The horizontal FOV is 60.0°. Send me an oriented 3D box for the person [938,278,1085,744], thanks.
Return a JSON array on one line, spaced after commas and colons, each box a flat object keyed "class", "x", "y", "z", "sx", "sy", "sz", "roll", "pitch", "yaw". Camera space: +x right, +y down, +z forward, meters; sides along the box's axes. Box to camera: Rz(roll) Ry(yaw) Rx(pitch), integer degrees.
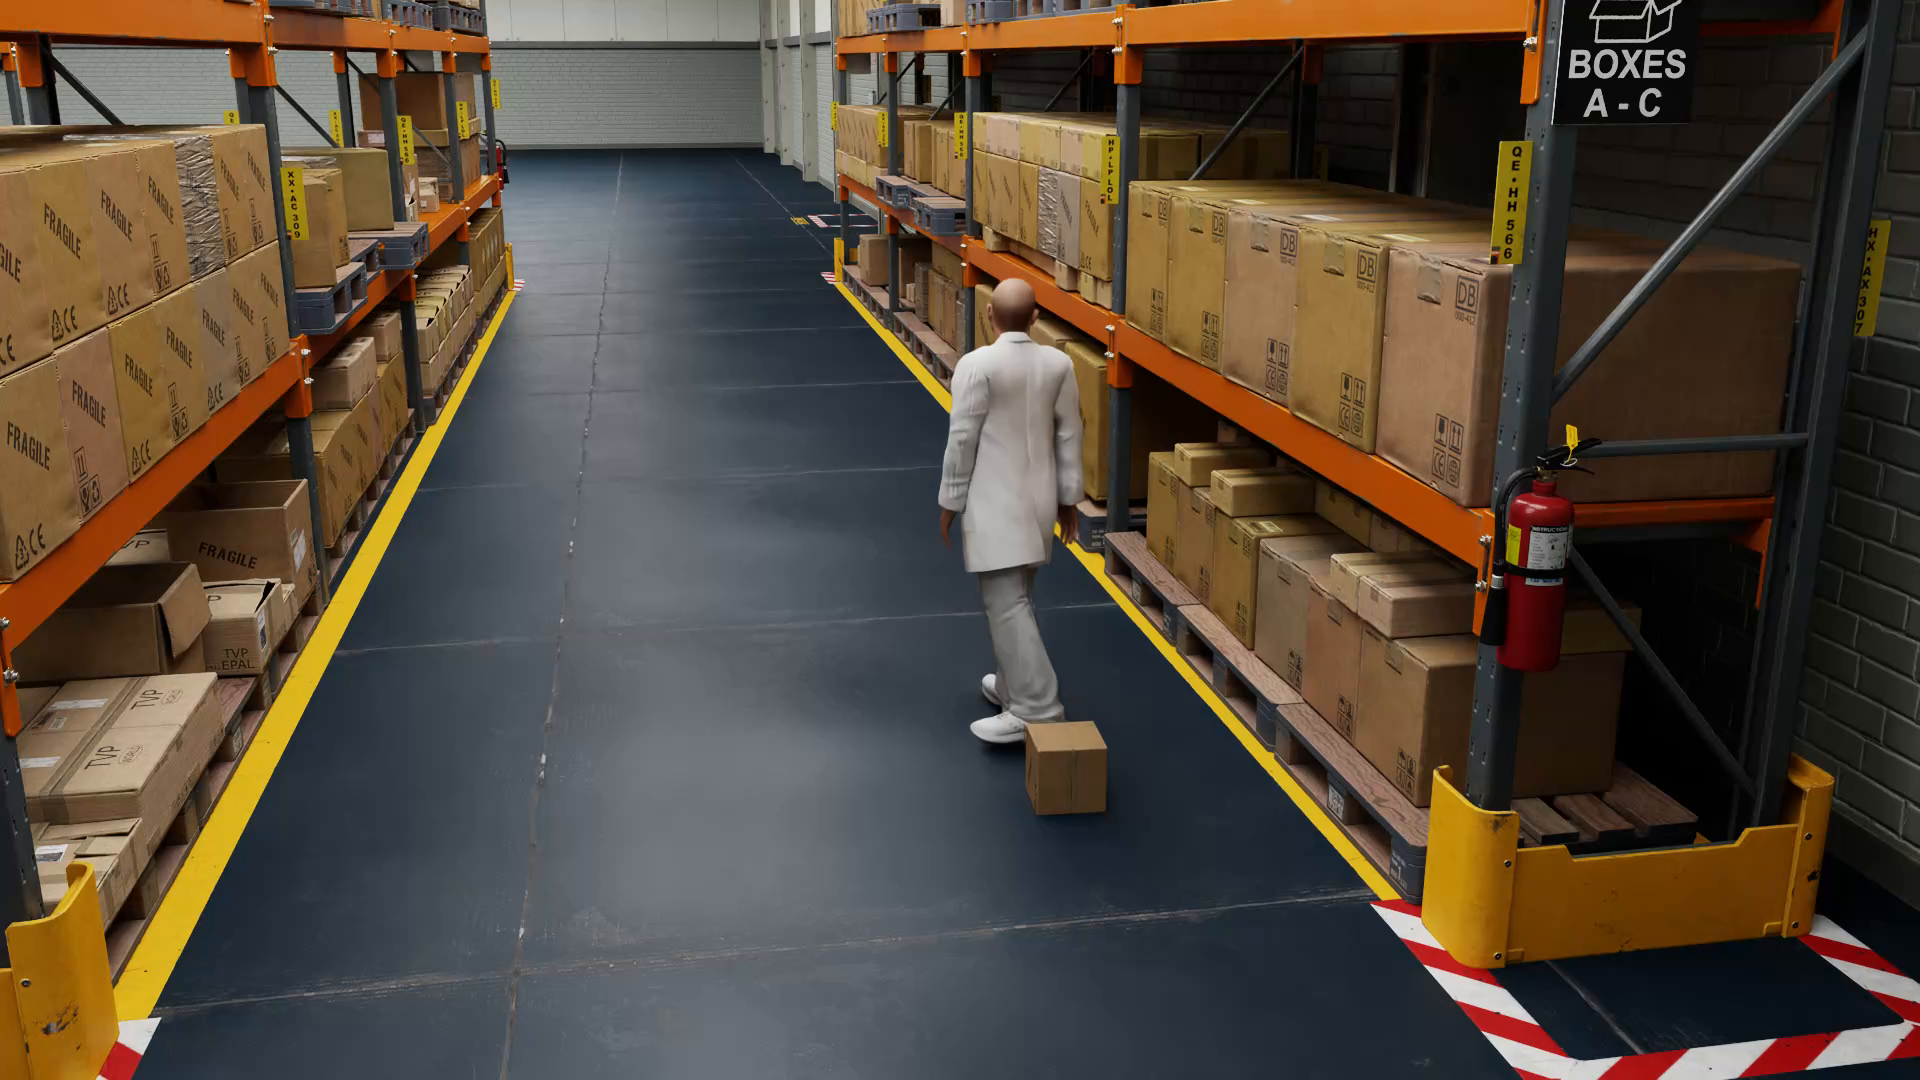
[{"class": "person", "x": 0.228, "y": -0.119, "z": 6.471, "sx": 0.613, "sy": 1.769, "sz": 0.667, "roll": -12, "pitch": 20, "yaw": -36}]
